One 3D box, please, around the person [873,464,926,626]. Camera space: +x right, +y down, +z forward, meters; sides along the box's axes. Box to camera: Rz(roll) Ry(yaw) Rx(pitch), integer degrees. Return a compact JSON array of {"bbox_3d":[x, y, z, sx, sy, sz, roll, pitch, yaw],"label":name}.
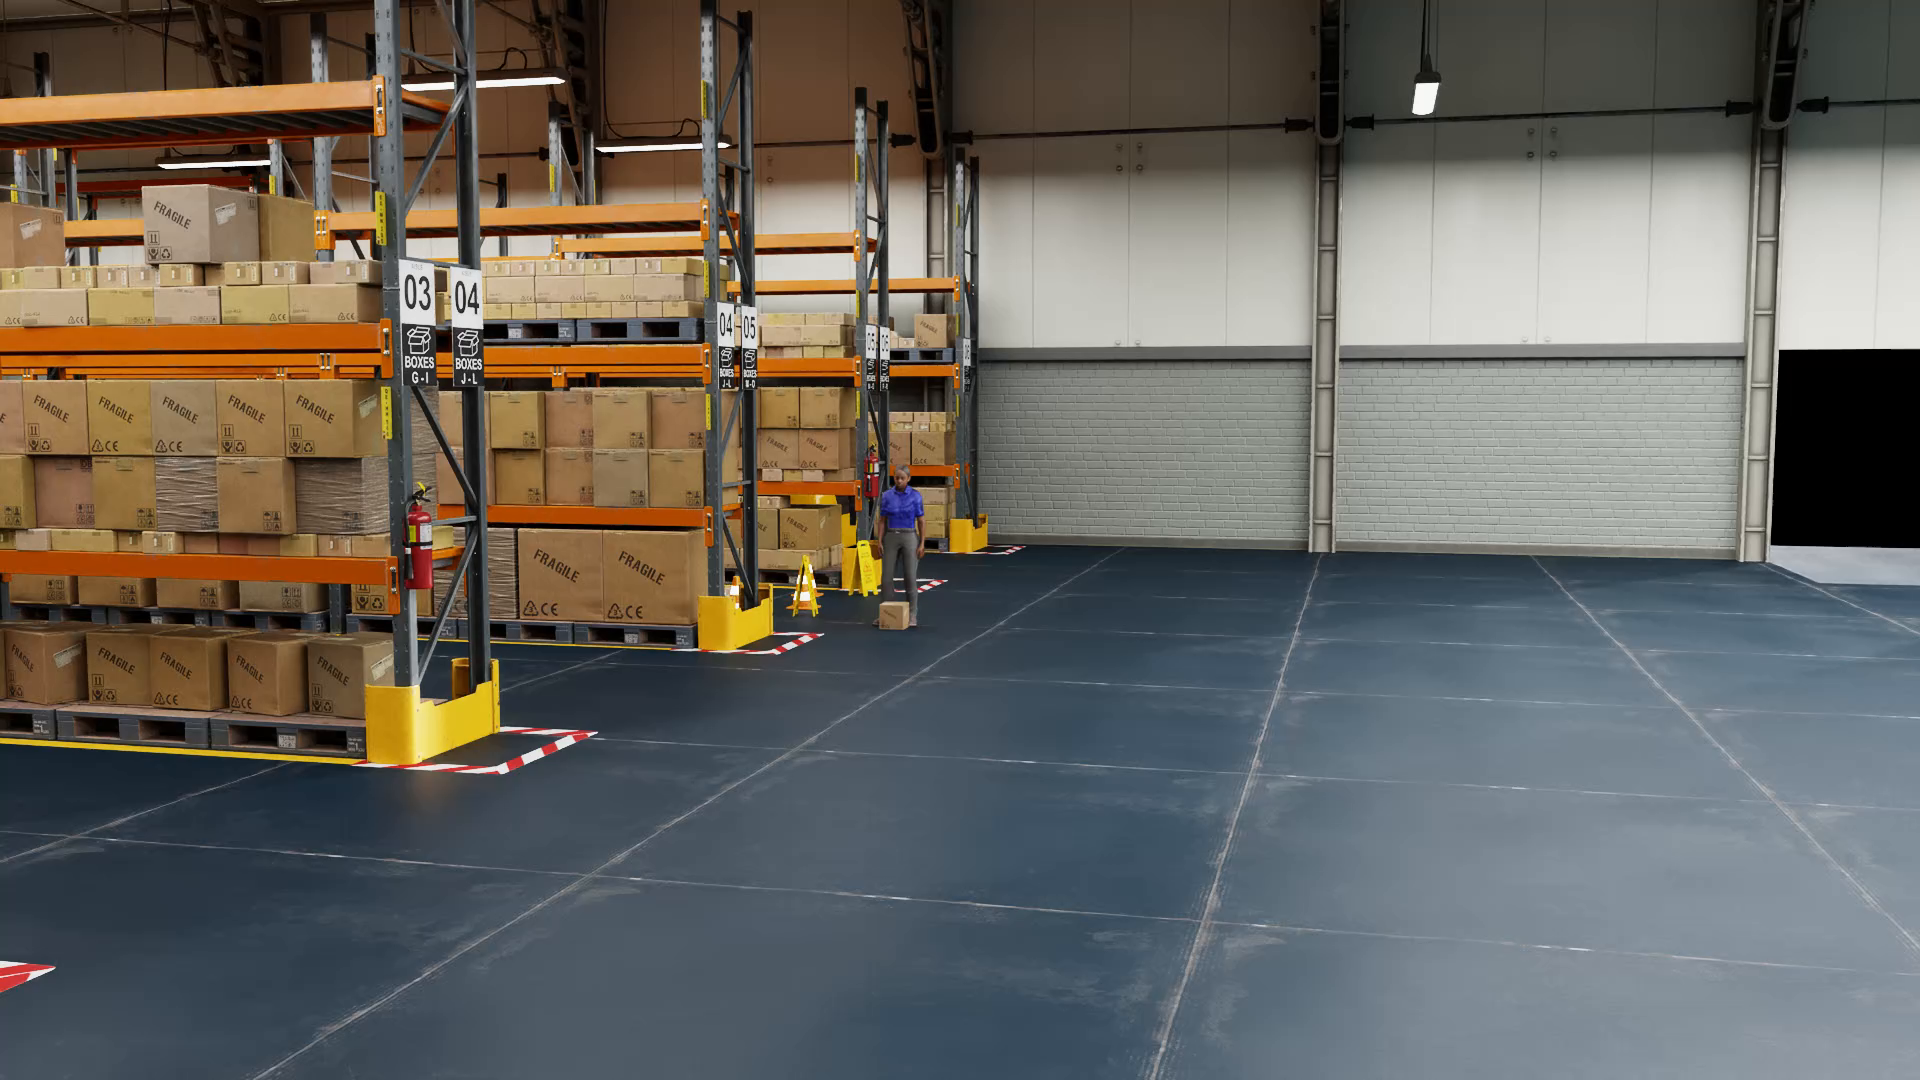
[{"bbox_3d":[-0.617,0.049,17.013,0.530,1.654,0.352,1,5,10],"label":"person"}]
